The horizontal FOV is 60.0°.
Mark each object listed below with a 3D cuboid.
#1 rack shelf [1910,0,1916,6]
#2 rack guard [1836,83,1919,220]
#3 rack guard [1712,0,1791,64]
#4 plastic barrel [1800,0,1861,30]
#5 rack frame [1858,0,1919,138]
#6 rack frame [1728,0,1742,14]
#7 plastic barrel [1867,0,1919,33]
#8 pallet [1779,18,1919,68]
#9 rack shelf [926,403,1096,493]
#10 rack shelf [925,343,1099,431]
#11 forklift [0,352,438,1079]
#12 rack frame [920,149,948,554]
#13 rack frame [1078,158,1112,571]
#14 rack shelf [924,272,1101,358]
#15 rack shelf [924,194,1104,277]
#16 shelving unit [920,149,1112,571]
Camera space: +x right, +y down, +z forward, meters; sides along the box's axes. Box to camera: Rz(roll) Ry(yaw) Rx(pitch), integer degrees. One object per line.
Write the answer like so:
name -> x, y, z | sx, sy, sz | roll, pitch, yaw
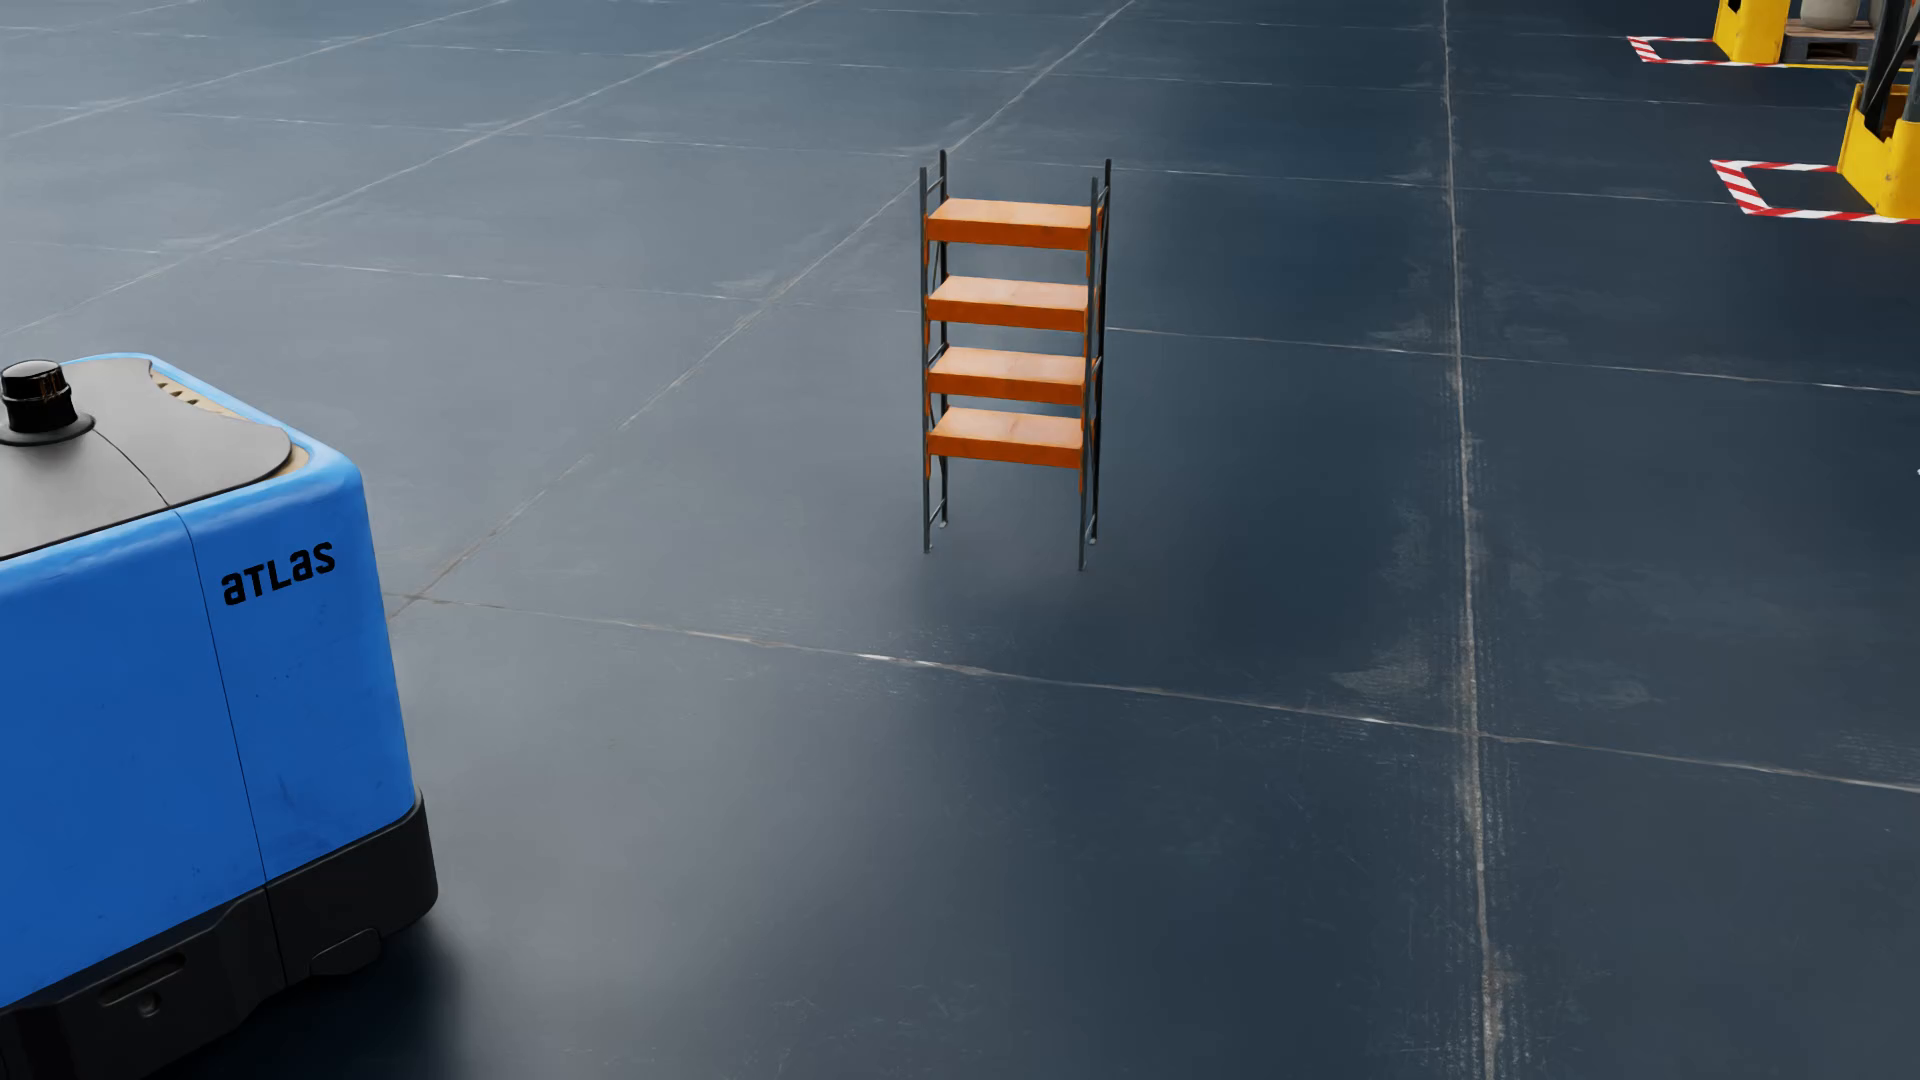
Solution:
rack shelf -> 7.081, -2.768, 8.411 | 4.000, 0.370, 1.077 | 6, 26, 13
rack guard -> 5.217, -2.170, 9.226 | 0.348, 0.500, 1.175 | 6, 26, 13
rack guard -> 6.463, -4.252, 13.598 | 0.348, 0.500, 1.175 | 6, 26, 13
plastic barrel -> 7.034, -4.396, 13.400 | 0.421, 0.512, 0.421 | 0, 25, 0
rack frame -> 5.144, -3.307, 8.706 | 0.127, 3.000, 1.000 | 6, 26, 13
rack frame -> 6.377, -5.369, 13.037 | 0.127, 3.000, 1.000 | 6, 26, 13
plastic barrel -> 7.519, -4.343, 13.288 | 0.421, 0.512, 0.421 | 0, 25, 0
pallet -> 7.248, -4.032, 13.473 | 1.213, 0.211, 1.003 | 6, 26, 13
rack shelf -> 0.160, -0.284, 5.069 | 0.480, 0.148, 0.258 | 6, 26, 13
rack shelf -> 0.160, -0.463, 4.984 | 0.480, 0.148, 0.258 | 6, 26, 13
forklift -> -2.470, -0.179, 2.217 | 1.130, 2.935, 3.031 | 22, 33, 38
rack frame -> -0.076, -0.550, 5.010 | 0.015, 1.200, 0.240 | 6, 26, 13
rack frame -> 0.397, -0.498, 4.900 | 0.015, 1.200, 0.240 | 6, 26, 13
rack shelf -> 0.160, -0.665, 4.888 | 0.480, 0.148, 0.258 | 6, 26, 13
rack shelf -> 0.160, -0.879, 4.786 | 0.480, 0.148, 0.258 | 6, 26, 13
shelving unit -> 0.160, -0.524, 4.955 | 0.503, 1.200, 0.258 | 6, 26, 13
